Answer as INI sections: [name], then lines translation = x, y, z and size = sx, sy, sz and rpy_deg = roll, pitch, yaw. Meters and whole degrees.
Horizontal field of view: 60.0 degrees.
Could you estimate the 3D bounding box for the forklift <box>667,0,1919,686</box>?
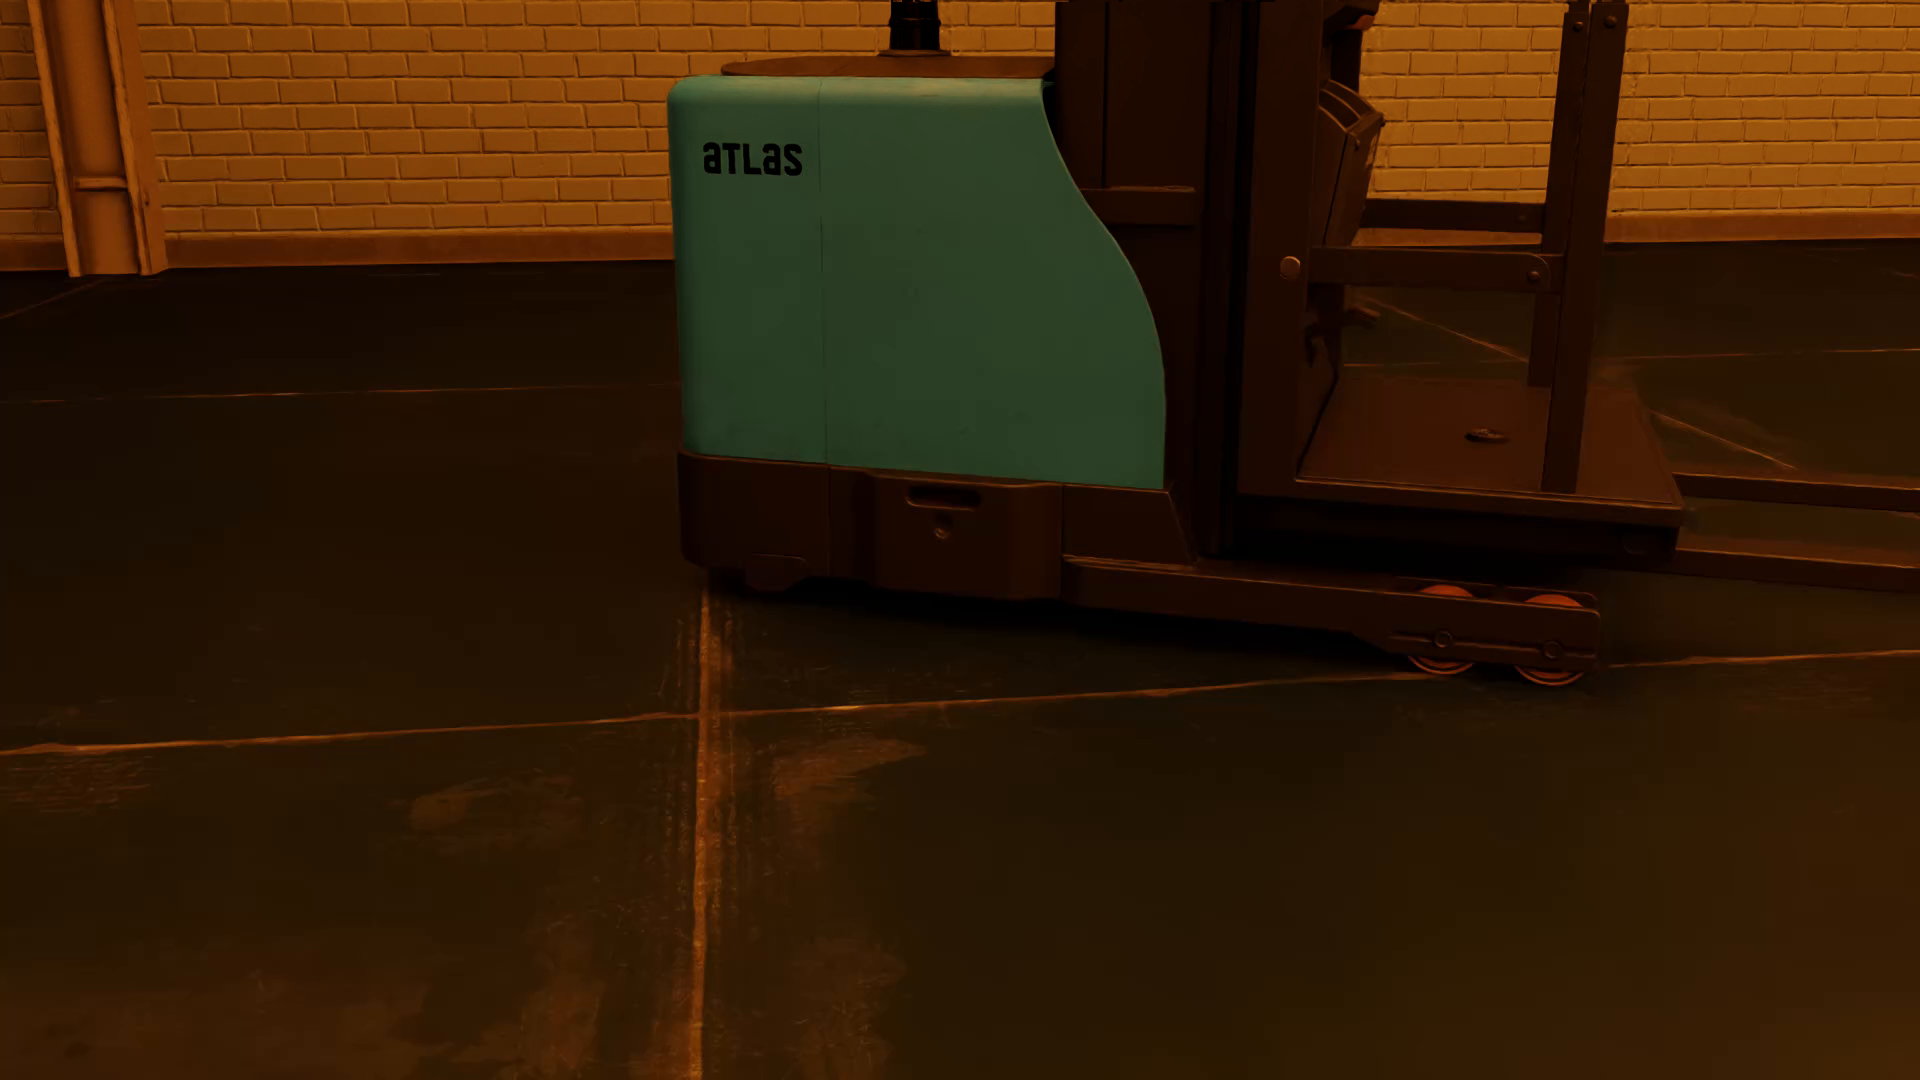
[forklift]
translation = 0.971, -1.305, 3.216
size = 3.031, 2.935, 1.130
rpy_deg = 5, 17, 16
